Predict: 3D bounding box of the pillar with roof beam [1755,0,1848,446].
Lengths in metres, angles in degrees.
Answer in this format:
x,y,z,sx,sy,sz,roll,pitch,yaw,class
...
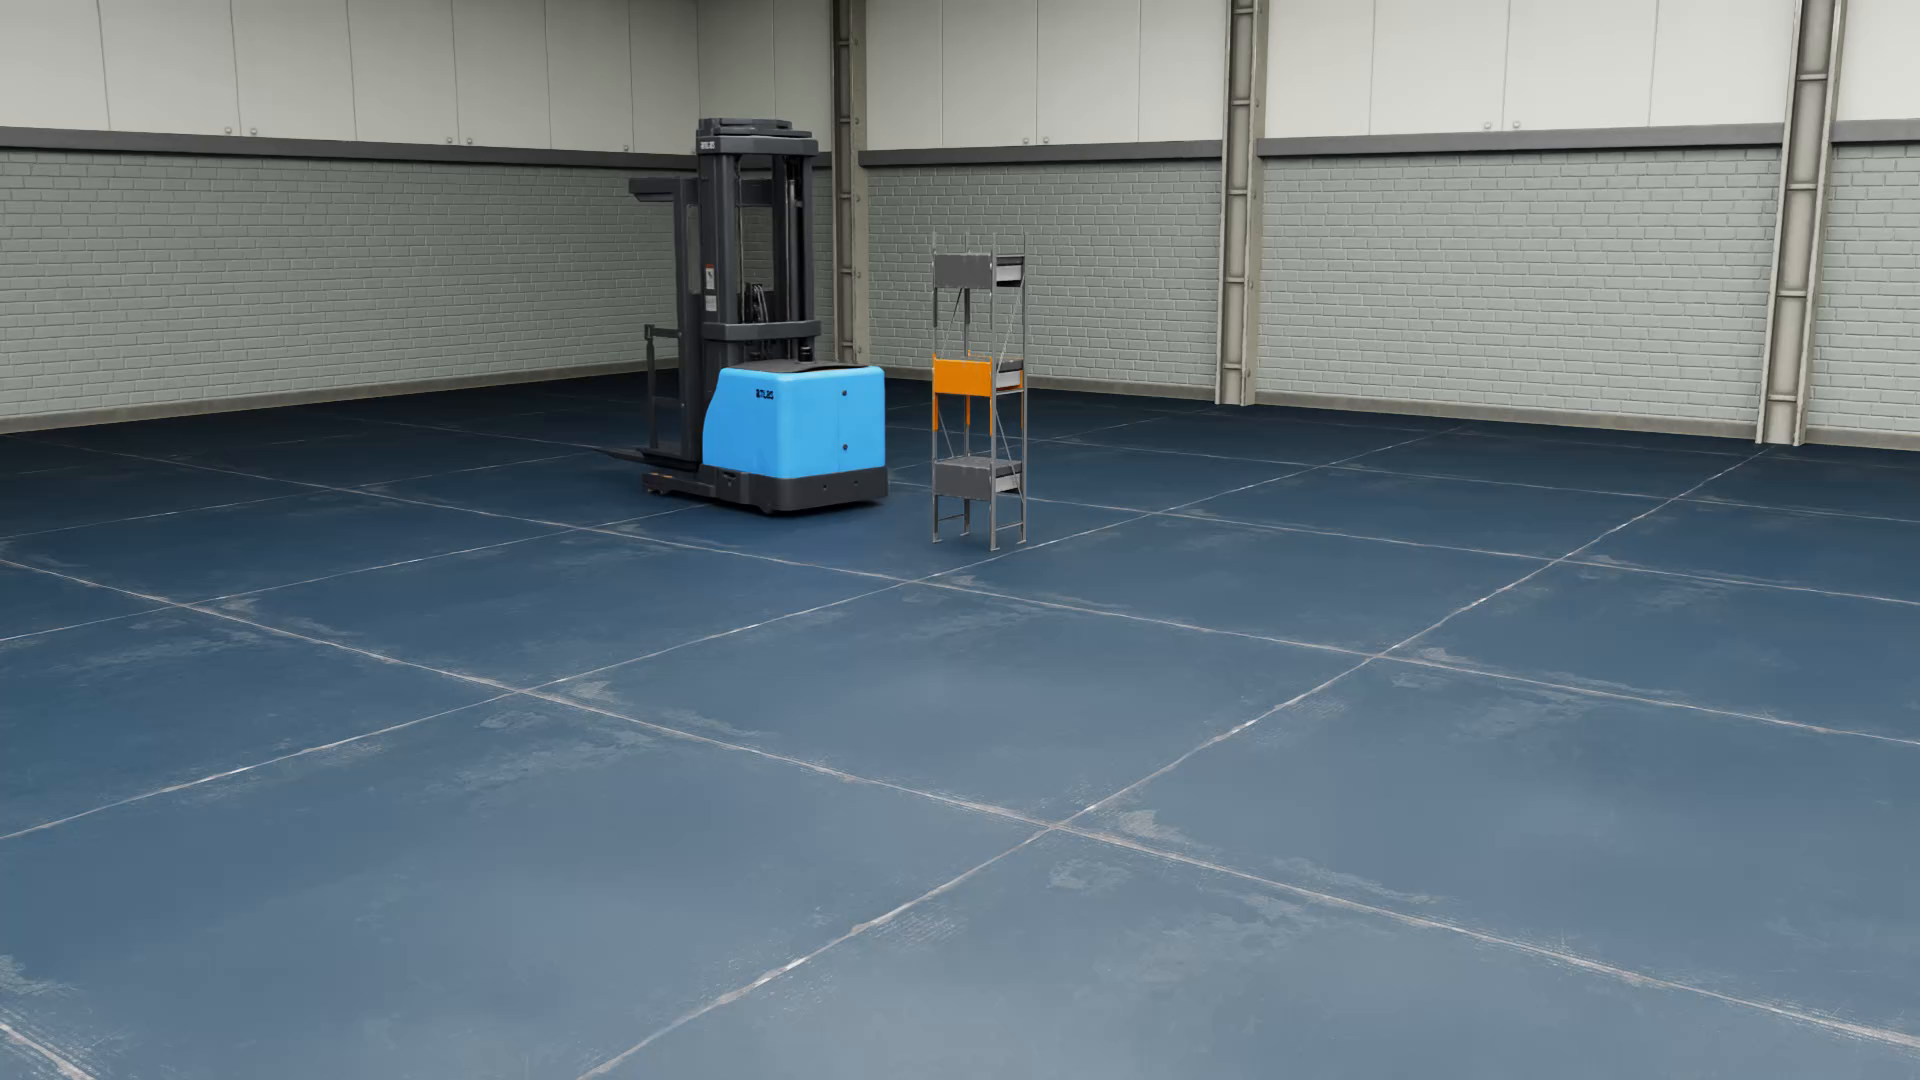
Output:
x,y,z,sx,sy,sz,roll,pitch,yaw,class
5.600,-4.725,12.263,0.400,9.000,9.100,8,13,36,pillar with roof beam

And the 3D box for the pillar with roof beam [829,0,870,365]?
x,y,z,sx,sy,sz,roll,pitch,yaw,class
-4.072,-6.074,19.237,0.400,9.000,9.100,8,13,36,pillar with roof beam

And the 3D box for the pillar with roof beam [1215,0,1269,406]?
x,y,z,sx,sy,sz,roll,pitch,yaw,class
0.764,-5.400,15.750,0.400,9.000,9.100,8,13,36,pillar with roof beam

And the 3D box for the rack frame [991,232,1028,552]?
x,y,z,sx,sy,sz,roll,pitch,yaw,class
0.330,-0.985,11.092,0.015,2.100,0.400,8,13,36,rack frame

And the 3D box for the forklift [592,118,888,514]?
x,y,z,sx,sy,sz,roll,pitch,yaw,class
-1.935,-1.853,13.390,1.130,2.935,3.031,-10,15,-42,forklift

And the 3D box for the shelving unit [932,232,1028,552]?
x,y,z,sx,sy,sz,roll,pitch,yaw,class
0.133,-1.012,11.234,0.503,2.100,0.431,8,13,36,shelving unit

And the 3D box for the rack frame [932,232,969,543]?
x,y,z,sx,sy,sz,roll,pitch,yaw,class
-0.063,-1.040,11.376,0.015,2.100,0.400,8,13,36,rack frame

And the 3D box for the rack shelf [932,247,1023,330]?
x,y,z,sx,sy,sz,roll,pitch,yaw,class
0.133,-1.686,11.104,0.480,0.518,0.431,8,13,36,rack shelf

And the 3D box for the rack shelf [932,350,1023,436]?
x,y,z,sx,sy,sz,roll,pitch,yaw,class
0.133,-0.999,11.237,0.480,0.518,0.431,8,13,36,rack shelf

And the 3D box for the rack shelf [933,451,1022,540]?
x,y,z,sx,sy,sz,roll,pitch,yaw,class
0.133,-0.312,11.370,0.480,0.518,0.431,8,13,36,rack shelf
